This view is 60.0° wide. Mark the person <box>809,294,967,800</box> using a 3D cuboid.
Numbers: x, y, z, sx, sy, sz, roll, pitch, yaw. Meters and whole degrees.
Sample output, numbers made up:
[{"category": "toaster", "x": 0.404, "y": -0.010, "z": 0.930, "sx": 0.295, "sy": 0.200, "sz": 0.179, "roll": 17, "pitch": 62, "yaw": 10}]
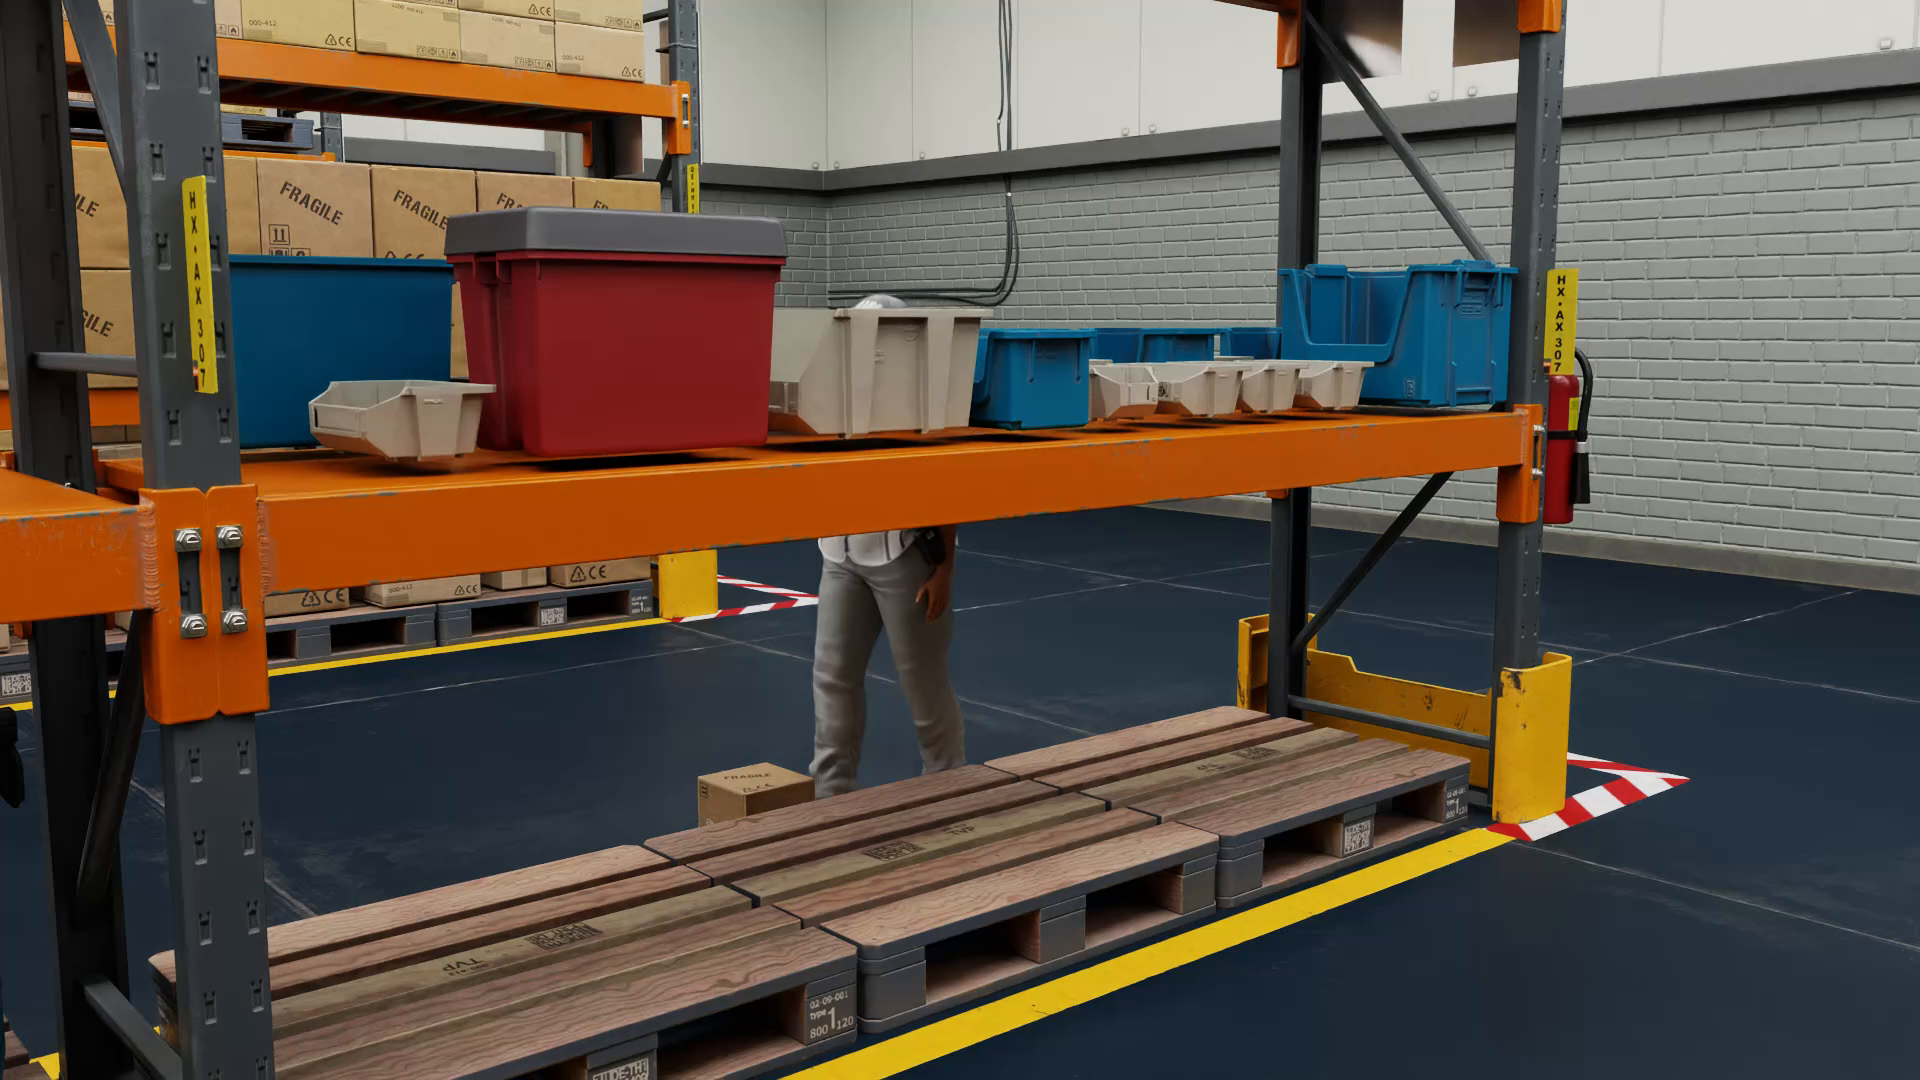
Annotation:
[{"category": "person", "x": -0.263, "y": 0.086, "z": 5.082, "sx": 0.484, "sy": 1.660, "sz": 0.646, "roll": 6, "pitch": 10, "yaw": 39}]
